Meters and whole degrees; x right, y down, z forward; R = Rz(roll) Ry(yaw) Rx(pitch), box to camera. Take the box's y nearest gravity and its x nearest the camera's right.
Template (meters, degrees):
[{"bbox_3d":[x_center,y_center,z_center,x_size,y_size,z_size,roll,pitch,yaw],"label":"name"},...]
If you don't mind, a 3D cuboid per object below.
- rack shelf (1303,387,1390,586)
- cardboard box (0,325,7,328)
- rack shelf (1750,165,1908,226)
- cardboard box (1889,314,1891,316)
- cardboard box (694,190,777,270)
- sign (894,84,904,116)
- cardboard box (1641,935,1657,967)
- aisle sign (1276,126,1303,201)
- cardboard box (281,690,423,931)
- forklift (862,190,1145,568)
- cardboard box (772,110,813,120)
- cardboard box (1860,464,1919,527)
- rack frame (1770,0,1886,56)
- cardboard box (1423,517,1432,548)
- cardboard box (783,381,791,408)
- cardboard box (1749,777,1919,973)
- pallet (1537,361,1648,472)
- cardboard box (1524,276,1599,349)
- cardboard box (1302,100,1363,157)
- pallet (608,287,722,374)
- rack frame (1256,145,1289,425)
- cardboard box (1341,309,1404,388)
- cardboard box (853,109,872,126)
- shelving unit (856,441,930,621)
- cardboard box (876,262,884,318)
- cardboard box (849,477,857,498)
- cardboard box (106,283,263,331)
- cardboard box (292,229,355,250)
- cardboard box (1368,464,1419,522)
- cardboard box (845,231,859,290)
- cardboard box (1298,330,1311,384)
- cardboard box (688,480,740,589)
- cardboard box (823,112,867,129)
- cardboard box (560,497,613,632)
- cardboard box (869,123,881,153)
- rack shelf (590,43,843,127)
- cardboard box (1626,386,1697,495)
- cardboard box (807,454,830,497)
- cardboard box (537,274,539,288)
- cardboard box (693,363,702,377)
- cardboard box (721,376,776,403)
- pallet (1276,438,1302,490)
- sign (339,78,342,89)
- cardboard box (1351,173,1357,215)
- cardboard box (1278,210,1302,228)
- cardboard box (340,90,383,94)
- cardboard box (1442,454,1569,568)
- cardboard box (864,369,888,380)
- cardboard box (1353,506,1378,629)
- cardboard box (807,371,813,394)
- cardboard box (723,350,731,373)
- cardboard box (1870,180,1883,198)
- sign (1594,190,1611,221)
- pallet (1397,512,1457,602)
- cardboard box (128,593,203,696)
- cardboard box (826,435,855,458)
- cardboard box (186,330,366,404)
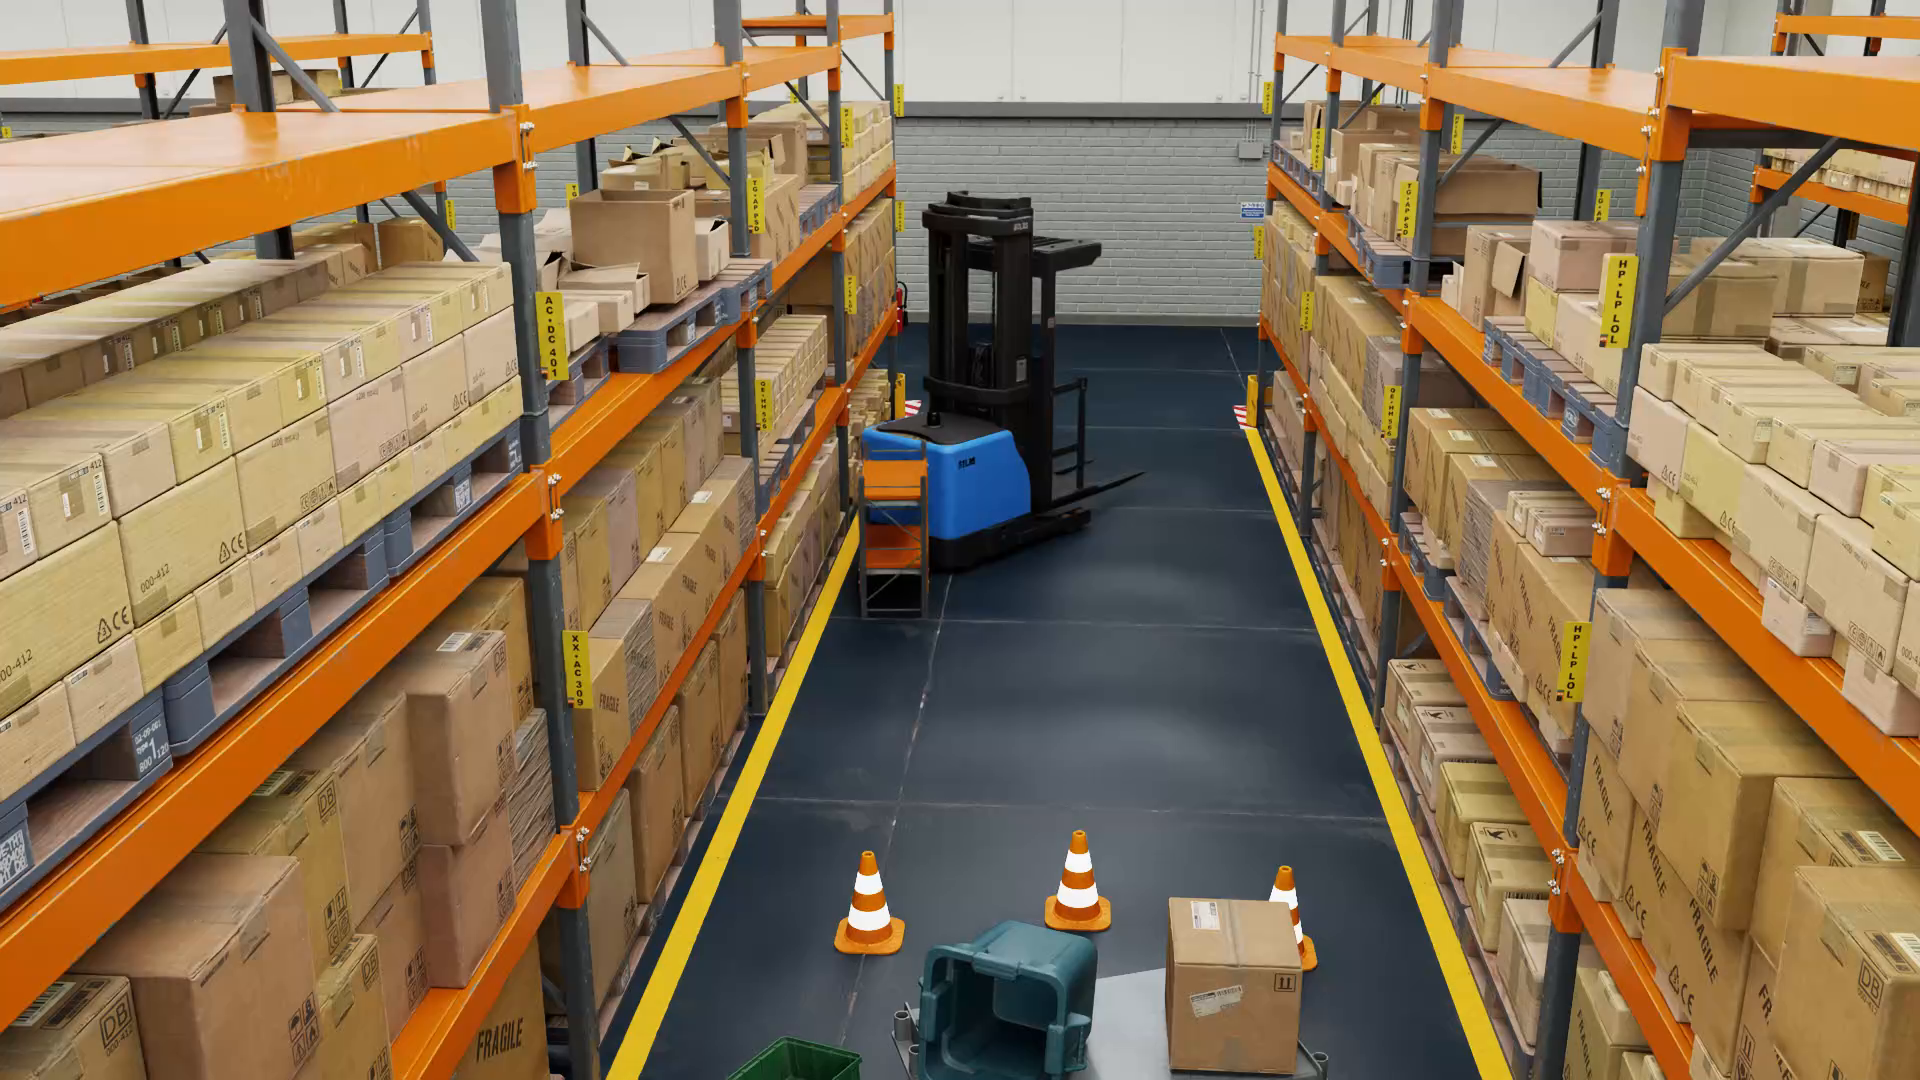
[{"bbox_3d":[3.320,-0.495,12.272,1.077,0.370,4.000,1,18,4],"label":"rack shelf"},{"bbox_3d":[-6.639,-1.188,11.459,0.797,0.503,0.637,2,18,6],"label":"cardboard box"},{"bbox_3d":[8.558,-3.053,15.261,1.077,0.370,4.000,1,18,4],"label":"rack shelf"},{"bbox_3d":[8.788,-1.882,15.114,0.500,0.250,0.500,2,18,5],"label":"cardboard box"},{"bbox_3d":[-1.461,-1.939,10.546,0.500,0.500,0.500,1,18,4],"label":"cardboard box"},{"bbox_3d":[-0.642,-4.607,17.427,0.100,0.325,0.005,1,18,4],"label":"sign"},{"bbox_3d":[2.593,1.399,5.738,0.380,0.149,0.250,1,18,4],"label":"cardboard box"},{"bbox_3d":[3.466,-3.965,17.530,0.394,0.787,0.004,1,18,4],"label":"aisle sign"},{"bbox_3d":[-2.215,0.815,5.144,0.875,0.550,0.550,1,18,4],"label":"cardboard box"},{"bbox_3d":[0.512,-1.547,14.437,1.130,2.935,3.031,15,23,38],"label":"forklift"},{"bbox_3d":[-1.585,-3.983,15.743,0.380,0.149,0.250,2,18,6],"label":"cardboard box"},{"bbox_3d":[2.513,-0.083,4.165,0.380,0.149,0.250,2,18,5],"label":"cardboard box"},{"bbox_3d":[8.701,-5.442,16.578,1.000,3.000,0.127,1,18,4],"label":"rack frame"},{"bbox_3d":[2.849,-0.028,9.421,0.380,0.149,0.250,0,18,0],"label":"cardboard box"},{"bbox_3d":[-1.442,-1.062,12.098,0.380,0.149,0.250,1,18,3],"label":"cardboard box"},{"bbox_3d":[2.574,0.972,4.396,0.700,0.500,0.500,1,18,4],"label":"cardboard box"},{"bbox_3d":[3.041,-0.499,6.613,1.213,0.211,1.003,1,18,4],"label":"pallet"},{"bbox_3d":[2.866,-1.027,7.490,0.500,0.250,0.500,2,18,5],"label":"cardboard box"},{"bbox_3d":[3.456,-3.798,15.383,0.500,0.500,0.500,2,18,5],"label":"cardboard box"},{"bbox_3d":[-1.838,-1.082,8.394,1.003,0.211,1.213,2,18,6],"label":"pallet"},{"bbox_3d":[3.750,-2.700,17.847,1.000,3.000,0.127,1,18,4],"label":"rack frame"},{"bbox_3d":[3.067,-1.375,12.037,0.500,0.500,0.500,1,18,3],"label":"cardboard box"},{"bbox_3d":[-1.048,-4.054,15.958,0.380,0.149,0.250,2,18,5],"label":"cardboard box"},{"bbox_3d":[-0.508,-0.090,12.890,0.538,1.125,1.048,0,18,-1],"label":"shelving unit"},{"bbox_3d":[-1.039,-2.506,16.614,0.500,0.500,0.500,1,18,4],"label":"cardboard box"},{"bbox_3d":[-1.134,-0.488,14.999,0.380,0.149,0.250,0,18,2],"label":"cardboard box"},{"bbox_3d":[-2.455,-0.721,5.277,0.380,0.149,0.250,1,18,3],"label":"cardboard box"},{"bbox_3d":[-6.505,-2.889,16.980,0.500,0.500,0.500,1,18,2],"label":"cardboard box"},{"bbox_3d":[2.954,-0.307,10.784,0.500,0.250,0.500,1,18,2],"label":"cardboard box"},{"bbox_3d":[-1.184,-2.497,14.983,0.500,0.500,0.500,1,18,2],"label":"cardboard box"},{"bbox_3d":[3.242,-1.655,14.497,0.500,0.500,0.500,1,18,4],"label":"cardboard box"},{"bbox_3d":[-1.569,-0.042,9.572,0.500,0.500,0.500,1,18,4],"label":"cardboard box"},{"bbox_3d":[-1.071,-3.892,15.464,0.380,0.149,0.250,1,18,2],"label":"cardboard box"},{"bbox_3d":[-1.990,0.111,7.502,0.700,0.500,0.500,1,18,3],"label":"cardboard box"},{"bbox_3d":[-1.048,-3.905,16.143,0.500,0.250,0.500,2,18,5],"label":"cardboard box"},{"bbox_3d":[-1.624,-3.235,11.641,1.077,0.370,4.000,1,18,4],"label":"rack shelf"},{"bbox_3d":[2.585,-0.338,5.584,0.500,0.250,0.500,1,18,3],"label":"cardboard box"},{"bbox_3d":[-1.332,-0.509,13.295,0.500,0.250,0.500,2,18,7],"label":"cardboard box"},{"bbox_3d":[-2.185,-1.042,7.375,0.500,0.250,0.500,1,18,3],"label":"cardboard box"},{"bbox_3d":[-2.095,-1.222,12.108,0.380,0.149,0.250,2,18,7],"label":"cardboard box"},{"bbox_3d":[-1.483,-1.039,11.550,0.380,0.149,0.250,1,18,2],"label":"cardboard box"},{"bbox_3d":[3.681,-0.747,16.365,1.003,0.211,1.213,1,18,4],"label":"pallet"},{"bbox_3d":[-6.687,-4.814,17.950,0.100,0.325,0.005,1,18,4],"label":"sign"},{"bbox_3d":[2.983,-2.460,11.836,0.396,0.266,0.258,3,18,8],"label":"cardboard box"},{"bbox_3d":[3.367,-3.184,16.514,0.380,0.149,0.250,1,18,2],"label":"cardboard box"},{"bbox_3d":[-6.279,-4.307,16.937,0.700,0.500,0.500,1,18,2],"label":"cardboard box"},{"bbox_3d":[2.852,-0.142,8.728,0.500,0.500,0.500,2,18,5],"label":"cardboard box"},{"bbox_3d":[-0.979,-1.737,17.855,0.380,0.149,0.250,1,18,5],"label":"cardboard box"},{"bbox_3d":[3.377,0.105,12.024,0.875,0.875,0.875,2,18,5],"label":"cardboard box"},{"bbox_3d":[-1.368,-1.254,13.161,0.380,0.149,0.250,0,18,1],"label":"cardboard box"},{"bbox_3d":[-2.021,-1.405,13.145,0.380,0.149,0.250,1,18,2],"label":"cardboard box"},{"bbox_3d":[8.265,-3.090,14.623,0.380,0.149,0.250,2,18,6],"label":"cardboard box"},{"bbox_3d":[3.718,-1.874,9.678,0.100,0.325,0.005,1,18,4],"label":"sign"},{"bbox_3d":[3.232,0.099,9.611,1.213,0.211,1.003,1,18,4],"label":"pallet"},{"bbox_3d":[-1.925,0.224,3.674,0.380,0.149,0.250,1,18,4],"label":"cardboard box"},{"bbox_3d":[-1.171,-0.851,15.152,0.380,0.149,0.250,2,18,7],"label":"cardboard box"},{"bbox_3d":[-1.854,-0.472,4.517,0.380,0.149,0.250,1,18,3],"label":"cardboard box"}]
